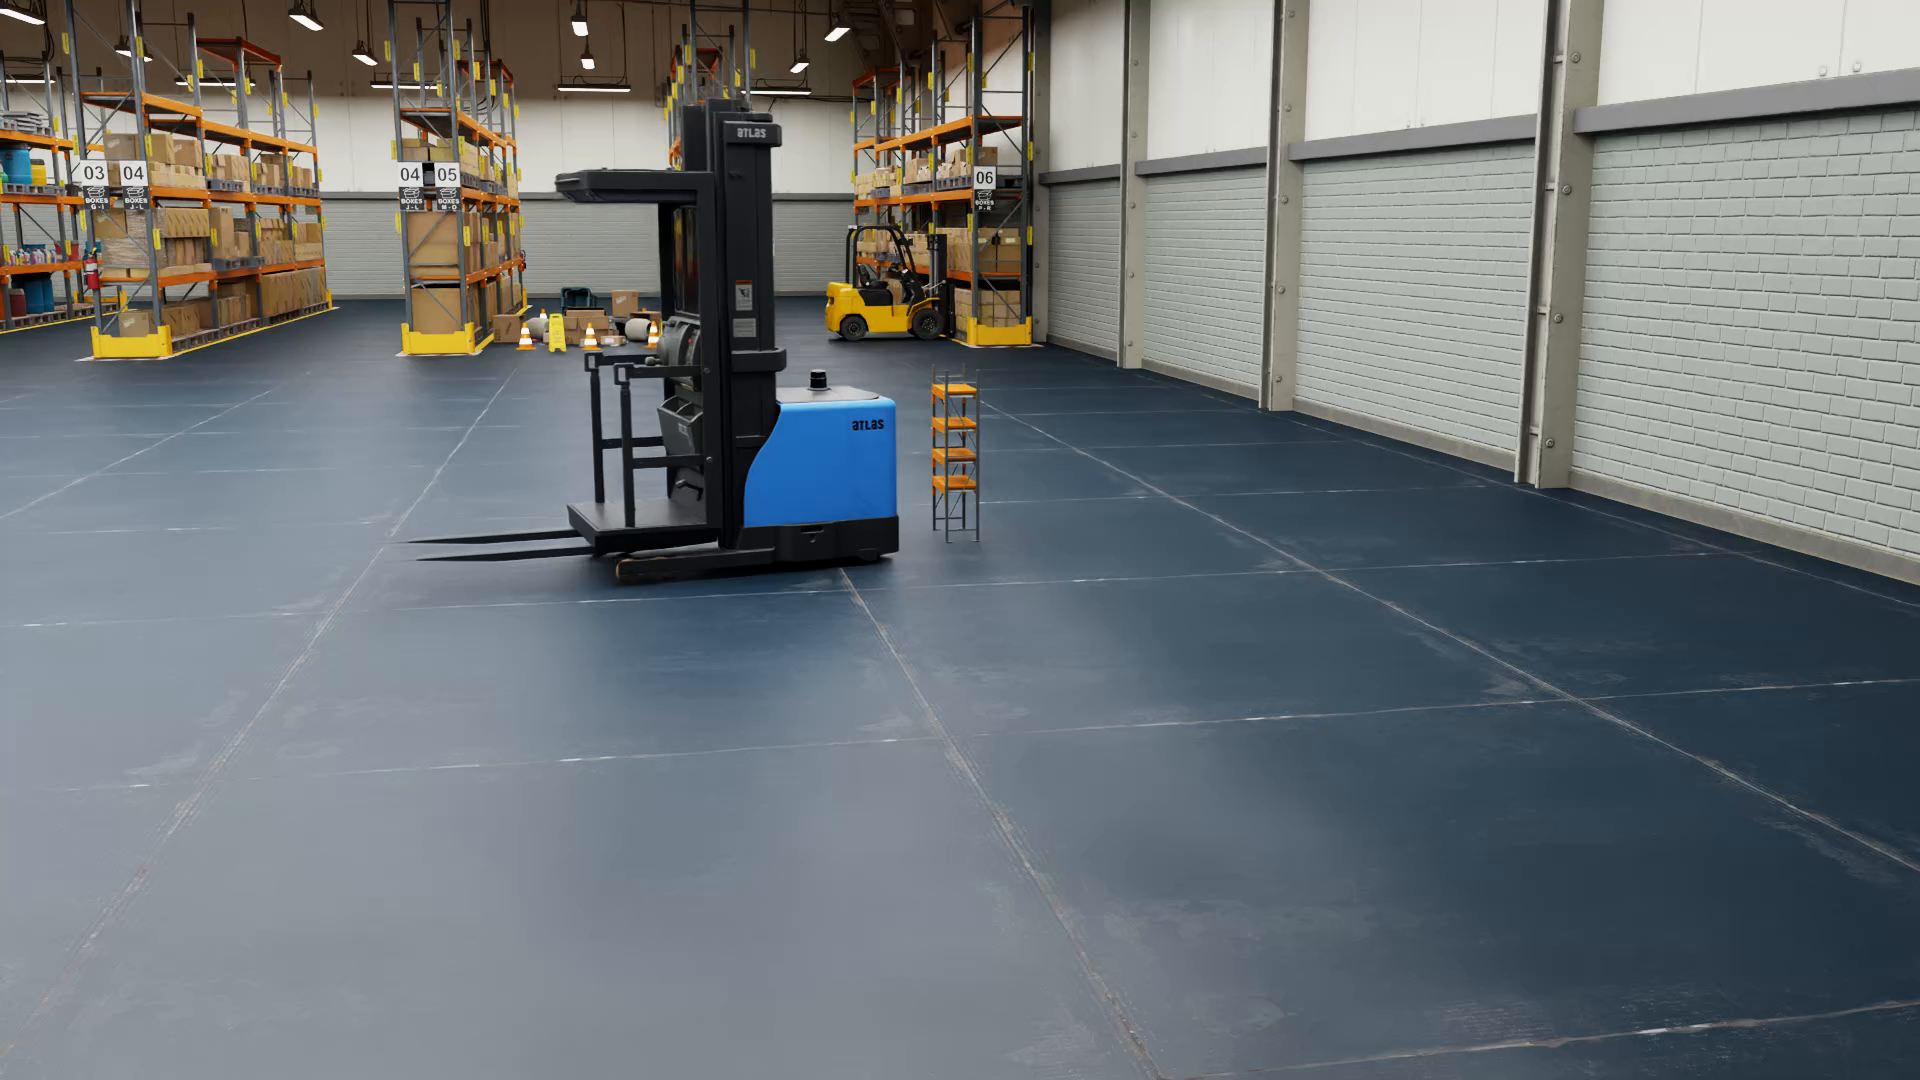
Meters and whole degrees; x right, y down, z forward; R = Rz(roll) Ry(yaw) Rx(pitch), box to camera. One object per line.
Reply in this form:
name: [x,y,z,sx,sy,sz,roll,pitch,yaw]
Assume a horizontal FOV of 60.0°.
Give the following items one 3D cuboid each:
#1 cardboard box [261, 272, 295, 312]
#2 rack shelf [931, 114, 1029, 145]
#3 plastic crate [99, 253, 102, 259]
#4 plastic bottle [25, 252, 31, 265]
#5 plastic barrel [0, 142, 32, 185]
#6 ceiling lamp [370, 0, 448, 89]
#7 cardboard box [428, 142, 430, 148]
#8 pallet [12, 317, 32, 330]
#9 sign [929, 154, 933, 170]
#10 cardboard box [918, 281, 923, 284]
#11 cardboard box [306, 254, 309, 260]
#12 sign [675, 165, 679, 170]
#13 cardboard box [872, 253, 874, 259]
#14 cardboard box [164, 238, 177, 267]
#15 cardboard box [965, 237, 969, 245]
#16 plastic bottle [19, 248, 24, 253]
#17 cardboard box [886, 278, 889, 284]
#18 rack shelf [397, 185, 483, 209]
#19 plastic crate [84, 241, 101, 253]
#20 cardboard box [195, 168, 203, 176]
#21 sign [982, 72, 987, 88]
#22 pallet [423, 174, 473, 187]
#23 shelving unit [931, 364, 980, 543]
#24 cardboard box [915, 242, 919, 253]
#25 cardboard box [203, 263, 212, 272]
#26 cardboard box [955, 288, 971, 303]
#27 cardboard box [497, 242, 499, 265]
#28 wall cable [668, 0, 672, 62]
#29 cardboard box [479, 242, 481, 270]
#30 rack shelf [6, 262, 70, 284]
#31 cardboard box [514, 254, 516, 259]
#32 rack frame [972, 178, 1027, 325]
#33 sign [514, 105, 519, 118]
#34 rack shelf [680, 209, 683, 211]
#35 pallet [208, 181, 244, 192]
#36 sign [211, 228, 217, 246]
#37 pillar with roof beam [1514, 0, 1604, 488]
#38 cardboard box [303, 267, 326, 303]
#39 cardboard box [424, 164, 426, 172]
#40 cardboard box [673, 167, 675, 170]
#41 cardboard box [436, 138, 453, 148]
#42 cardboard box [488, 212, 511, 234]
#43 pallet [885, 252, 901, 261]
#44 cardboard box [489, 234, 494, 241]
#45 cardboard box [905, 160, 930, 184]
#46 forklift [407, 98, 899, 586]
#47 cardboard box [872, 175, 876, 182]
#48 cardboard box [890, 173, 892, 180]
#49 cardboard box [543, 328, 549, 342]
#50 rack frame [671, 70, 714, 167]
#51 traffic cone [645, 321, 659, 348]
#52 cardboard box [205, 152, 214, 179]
cardboard box: [-15.882,-5.632,37.821,1.225,0.875,0.875,-3,11,-13]
rack shelf: [0.333,-7.854,31.889,1.077,0.370,4.000,-2,11,-11]
plastic crate: [-21.501,-7.060,41.312,0.396,0.136,0.243,-2,11,-11]
plastic bottle: [-20.318,-6.120,36.162,0.152,0.276,0.135,-2,11,-11]
plastic barrel: [-20.577,-8.188,36.207,0.600,0.901,0.708,-2,11,-11]
ceiling lamp: [-15.014,-13.882,44.954,2.000,3.185,0.800,-2,11,-11]
cardboard box: [-9.627,-6.990,29.528,0.380,0.149,0.250,-2,11,-12]
pallet: [-20.476,-4.609,35.347,1.003,0.211,1.213,-2,11,-11]
sign: [-0.586,-7.684,33.801,0.100,0.325,0.005,-2,11,-11]
cardboard box: [-0.782,-6.054,39.308,0.380,0.149,0.250,-2,11,-10]
cardboard box: [-16.185,-6.930,40.757,0.380,0.149,0.250,-2,11,-10]
sign: [-6.248,-8.124,36.740,0.100,0.325,0.005,-2,11,-11]
cardboard box: [-2.068,-7.311,42.756,0.380,0.149,0.250,-2,11,-10]
cardboard box: [-14.217,-5.026,29.019,0.875,0.500,0.500,-2,11,-11]
cardboard box: [0.301,-5.557,30.869,0.380,0.149,0.250,-2,11,-10]
plastic bottle: [-21.301,-6.461,37.754,0.144,0.351,0.185,-2,11,-11]
cardboard box: [-1.612,-6.418,41.221,0.380,0.149,0.250,-3,11,-14]
rack shelf: [-9.371,-6.197,30.137,1.077,0.370,4.000,-2,11,-11]
plastic crate: [-21.589,-7.295,41.748,0.616,0.435,0.499,-2,11,-11]
cardboard box: [-14.298,-6.829,30.865,0.380,0.149,0.250,-2,11,-9]
sign: [0.493,-9.323,33.692,0.100,0.325,0.005,-2,11,-11]
pallet: [-9.377,-6.500,30.041,1.003,0.211,1.213,-2,11,-11]
shelving unit: [-0.032,-0.620,11.744,0.258,1.200,0.503,-2,11,-11]
cardboard box: [-0.683,-6.358,36.142,0.500,0.250,0.500,-2,11,-10]
cardboard box: [-14.315,-5.130,31.299,0.380,0.149,0.250,-2,11,-11]
cardboard box: [0.113,-4.696,31.902,0.500,0.250,0.500,-2,11,-10]
cardboard box: [-10.187,-6.154,35.739,0.500,0.500,0.500,-2,11,-11]
wall cable: [-9.668,-15.027,48.930,2.355,3.000,0.029,-2,11,-11]
cardboard box: [-9.677,-5.451,31.910,0.875,0.550,0.550,-2,11,-11]
rack shelf: [-20.670,-5.849,36.329,1.077,0.370,4.000,-2,11,-11]
cardboard box: [-11.583,-7.284,42.617,0.380,0.149,0.250,-3,11,-14]
rack frame: [0.722,-5.090,30.418,1.000,3.000,0.127,-2,11,-11]
sign: [-11.546,-11.145,43.264,0.100,0.325,0.005,-2,11,-11]
rack shelf: [-5.313,-7.130,35.034,1.077,0.370,4.000,-2,11,-11]
pallet: [-14.865,-6.971,32.778,1.213,0.211,1.003,-2,11,-11]
sign: [-14.114,-5.729,31.457,0.100,0.325,0.005,-2,11,-11]
pillar with roof beam: [0.749,-4.740,12.533,9.100,9.000,0.400,-2,11,-11]
cardboard box: [-16.776,-6.531,42.548,0.875,0.875,0.875,-2,11,-11]
cardboard box: [-9.478,-6.458,28.863,0.380,0.149,0.250,-2,11,-10]
cardboard box: [-6.593,-8.667,39.795,0.500,0.500,0.500,-2,11,-12]
cardboard box: [-8.735,-6.781,28.425,0.380,0.149,0.250,-2,11,-10]
cardboard box: [-11.165,-7.689,40.337,0.500,0.500,0.500,-2,11,-10]
pallet: [-1.217,-6.820,40.018,1.003,0.211,1.213,-2,11,-11]
cardboard box: [-10.439,-6.645,36.547,0.380,0.149,0.250,-2,11,-11]
cardboard box: [-0.932,-8.194,37.044,0.500,0.500,0.500,-2,11,-11]
forklift: [-1.968,-1.272,10.538,3.031,2.935,1.130,-4,12,-22]
cardboard box: [-1.984,-8.972,41.276,0.380,0.149,0.250,-2,11,-9]
cardboard box: [-1.444,-8.590,39.320,0.380,0.149,0.250,-2,11,-11]
cardboard box: [-7.619,-3.853,31.228,0.396,0.266,0.258,0,11,-1]
rack frame: [-6.480,-10.057,40.468,1.000,3.000,0.127,-2,11,-11]
traffic cone: [-5.495,-3.695,29.871,0.336,0.463,0.334,-2,11,-11]
cardboard box: [-14.639,-7.103,31.569,0.797,0.503,0.637,-3,11,-14]
